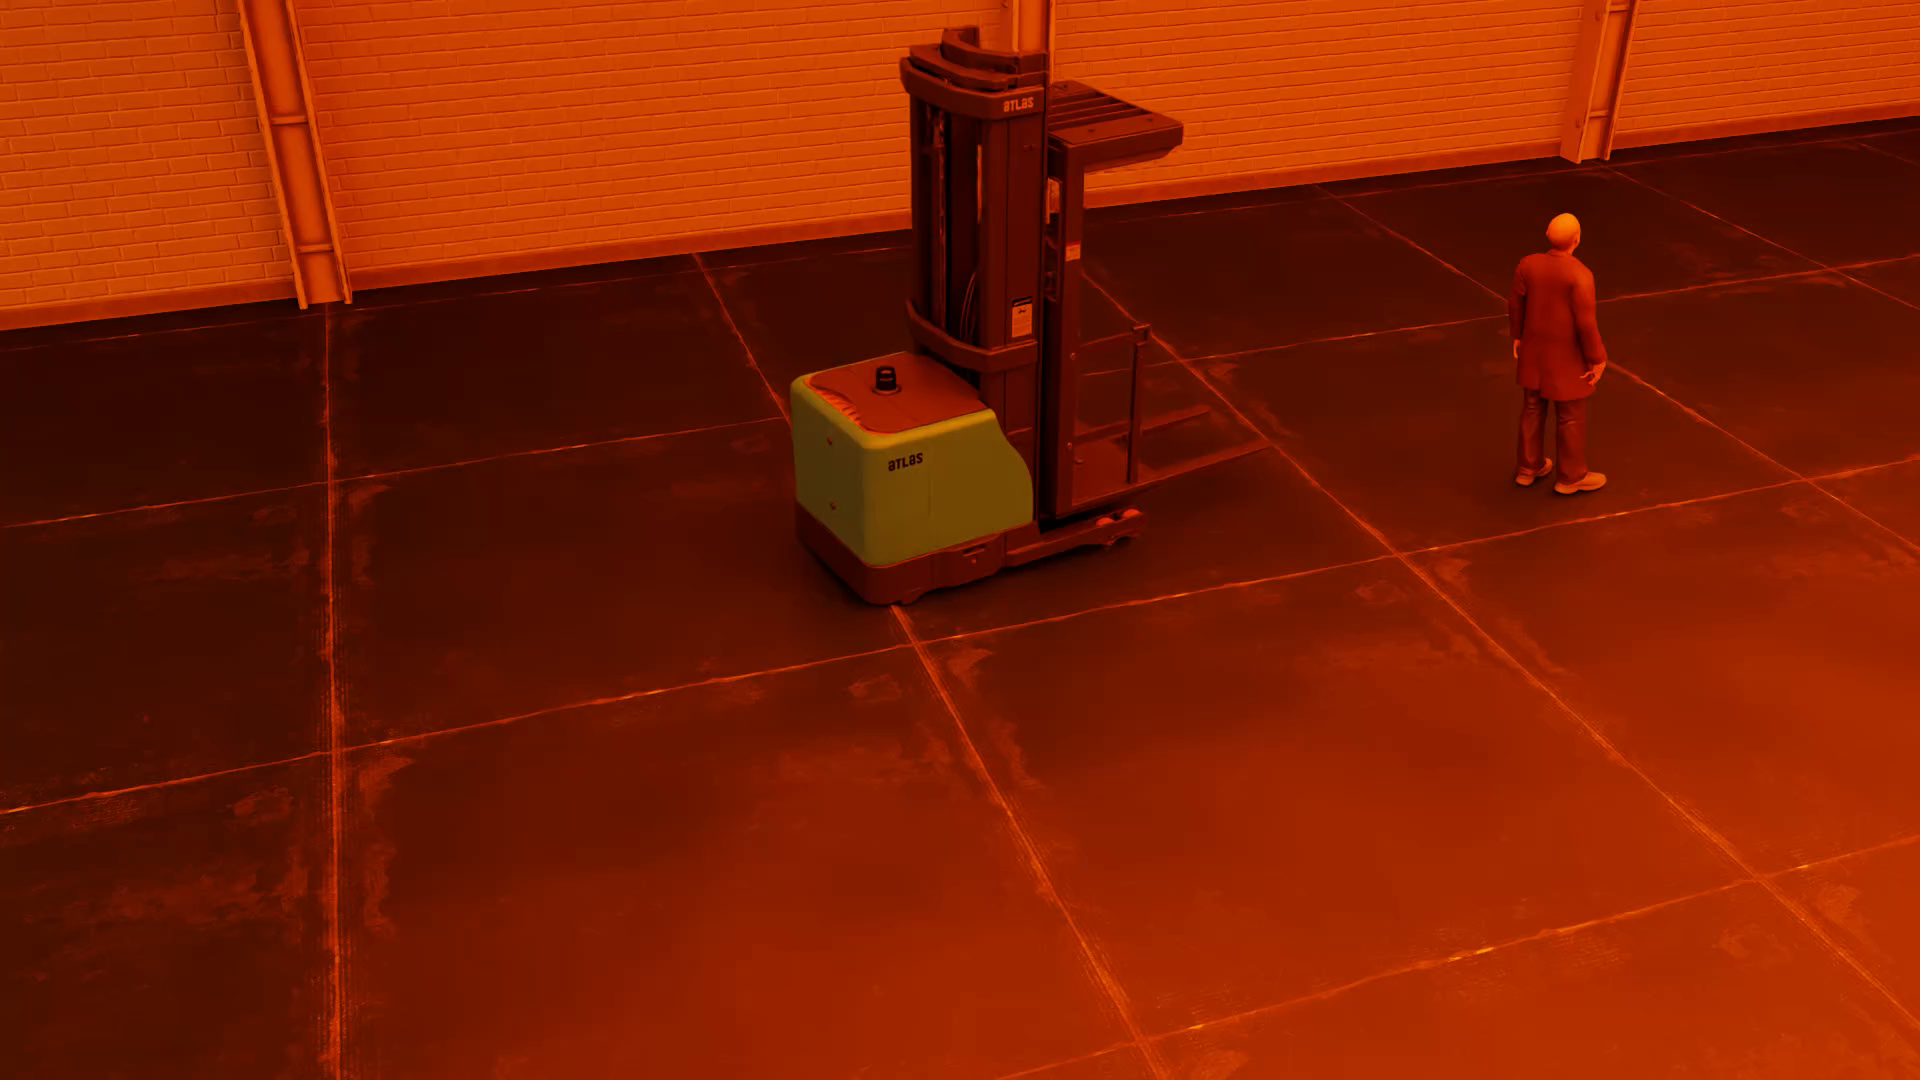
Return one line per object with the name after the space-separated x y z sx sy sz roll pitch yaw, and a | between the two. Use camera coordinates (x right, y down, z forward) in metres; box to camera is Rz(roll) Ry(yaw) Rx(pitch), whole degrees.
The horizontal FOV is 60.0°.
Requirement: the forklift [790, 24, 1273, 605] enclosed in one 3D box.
0.540 -1.444 9.597 3.031 2.935 1.130 -17 34 -27 | forklift

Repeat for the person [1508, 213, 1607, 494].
3.724 -1.170 10.264 0.581 1.776 0.694 -18 35 -29 | person
